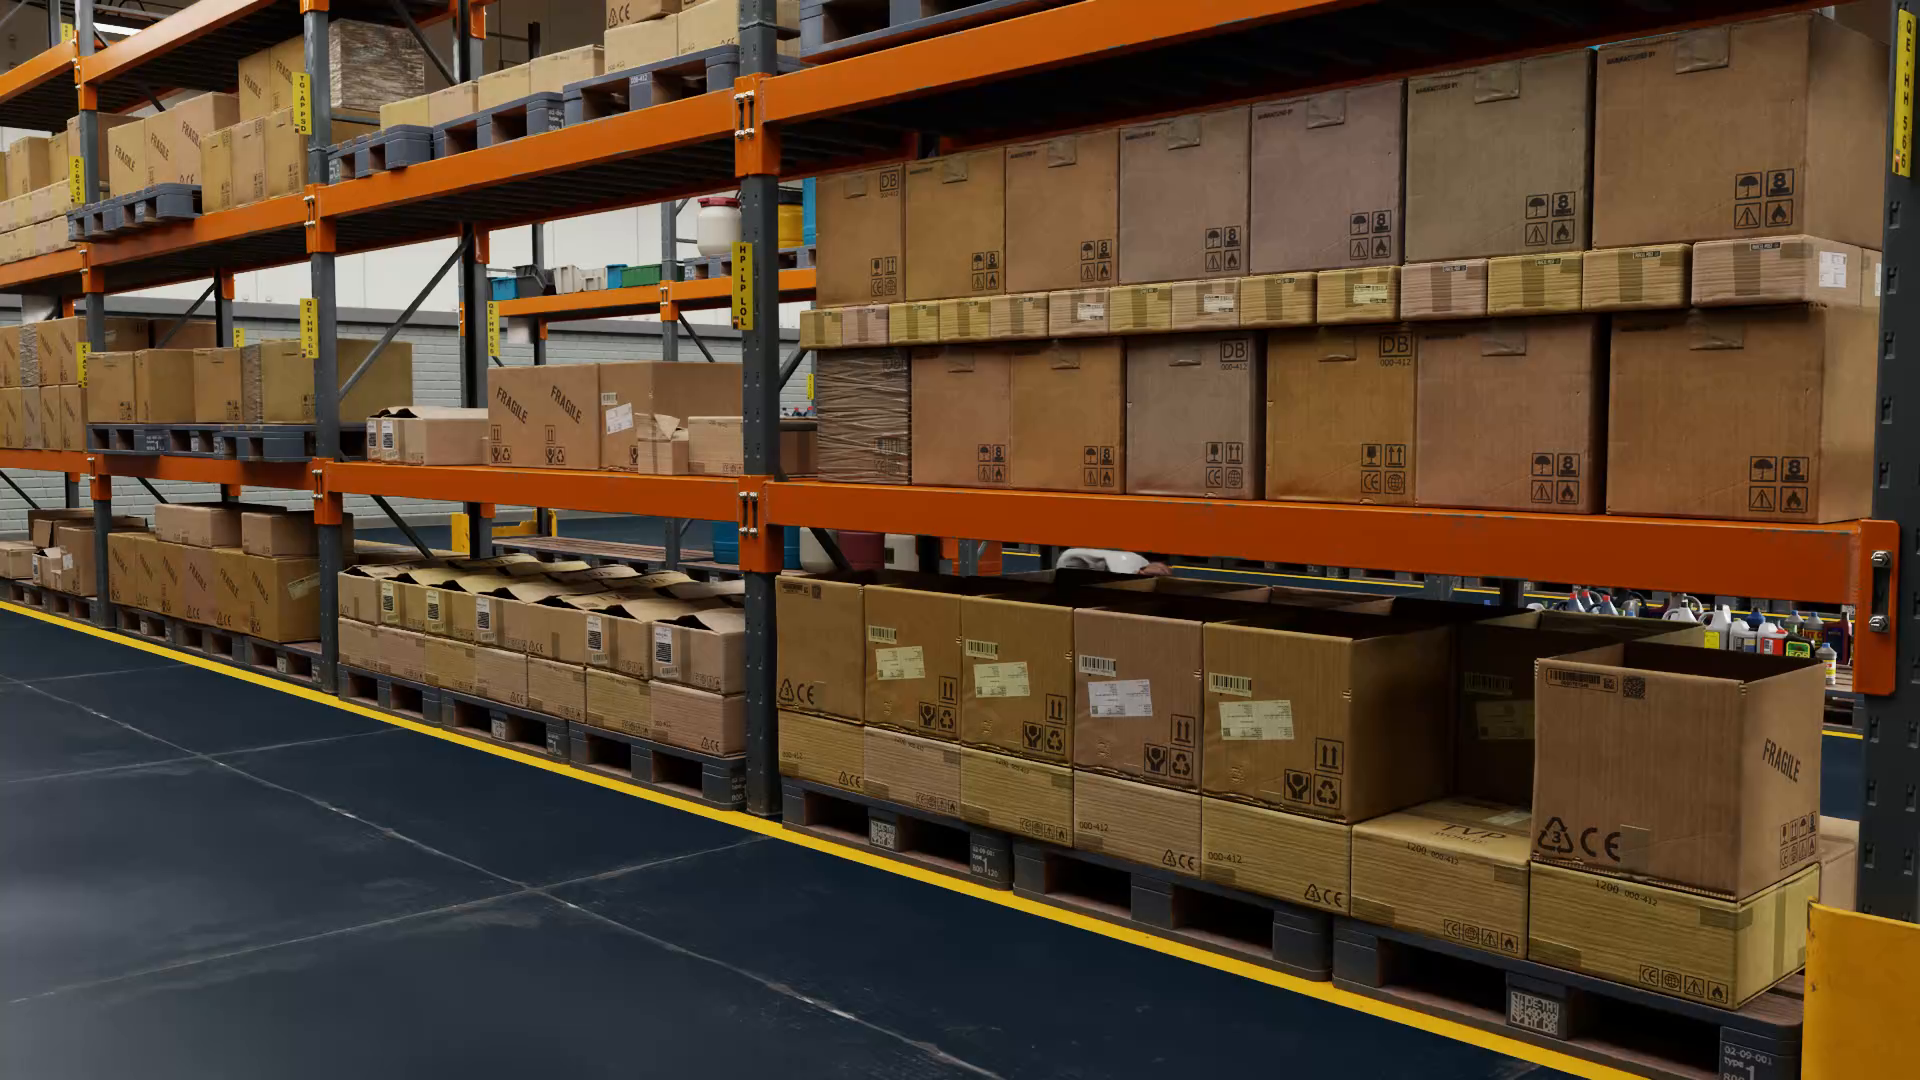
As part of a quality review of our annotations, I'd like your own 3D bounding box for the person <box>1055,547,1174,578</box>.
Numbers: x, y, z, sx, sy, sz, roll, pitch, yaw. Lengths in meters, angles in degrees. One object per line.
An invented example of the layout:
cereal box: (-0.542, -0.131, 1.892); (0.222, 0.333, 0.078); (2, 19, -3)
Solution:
person: (0.996, 0.410, 10.557); (0.871, 0.779, 0.426); (4, 6, 44)
